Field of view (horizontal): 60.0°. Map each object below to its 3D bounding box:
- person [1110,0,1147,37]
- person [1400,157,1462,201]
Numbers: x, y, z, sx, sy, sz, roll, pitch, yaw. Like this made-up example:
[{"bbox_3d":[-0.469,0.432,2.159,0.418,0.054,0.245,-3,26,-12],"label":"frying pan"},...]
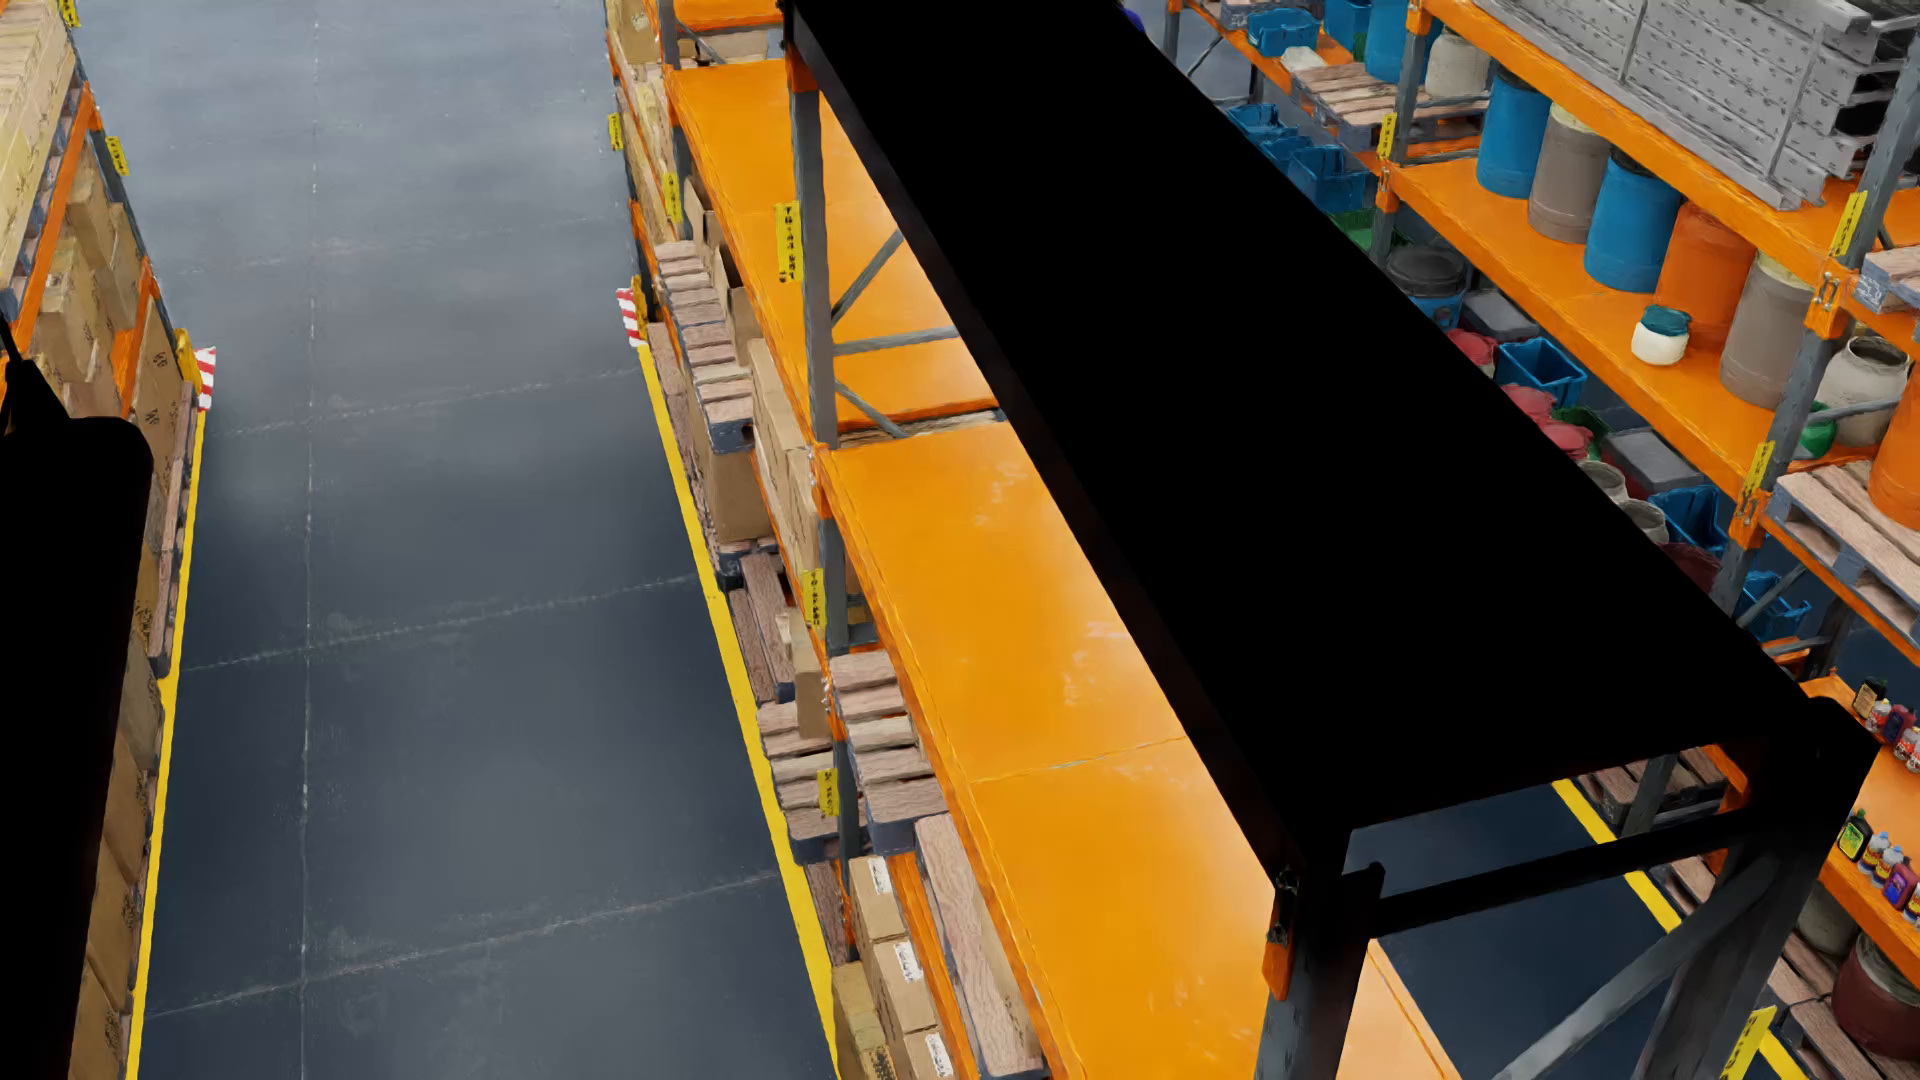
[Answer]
[{"bbox_3d":[1.731,-5.180,18.086,0.592,1.604,0.518,-12,40,-15],"label":"person"},{"bbox_3d":[4.834,-4.135,16.735,0.599,1.602,0.817,-22,44,-26],"label":"person"}]
